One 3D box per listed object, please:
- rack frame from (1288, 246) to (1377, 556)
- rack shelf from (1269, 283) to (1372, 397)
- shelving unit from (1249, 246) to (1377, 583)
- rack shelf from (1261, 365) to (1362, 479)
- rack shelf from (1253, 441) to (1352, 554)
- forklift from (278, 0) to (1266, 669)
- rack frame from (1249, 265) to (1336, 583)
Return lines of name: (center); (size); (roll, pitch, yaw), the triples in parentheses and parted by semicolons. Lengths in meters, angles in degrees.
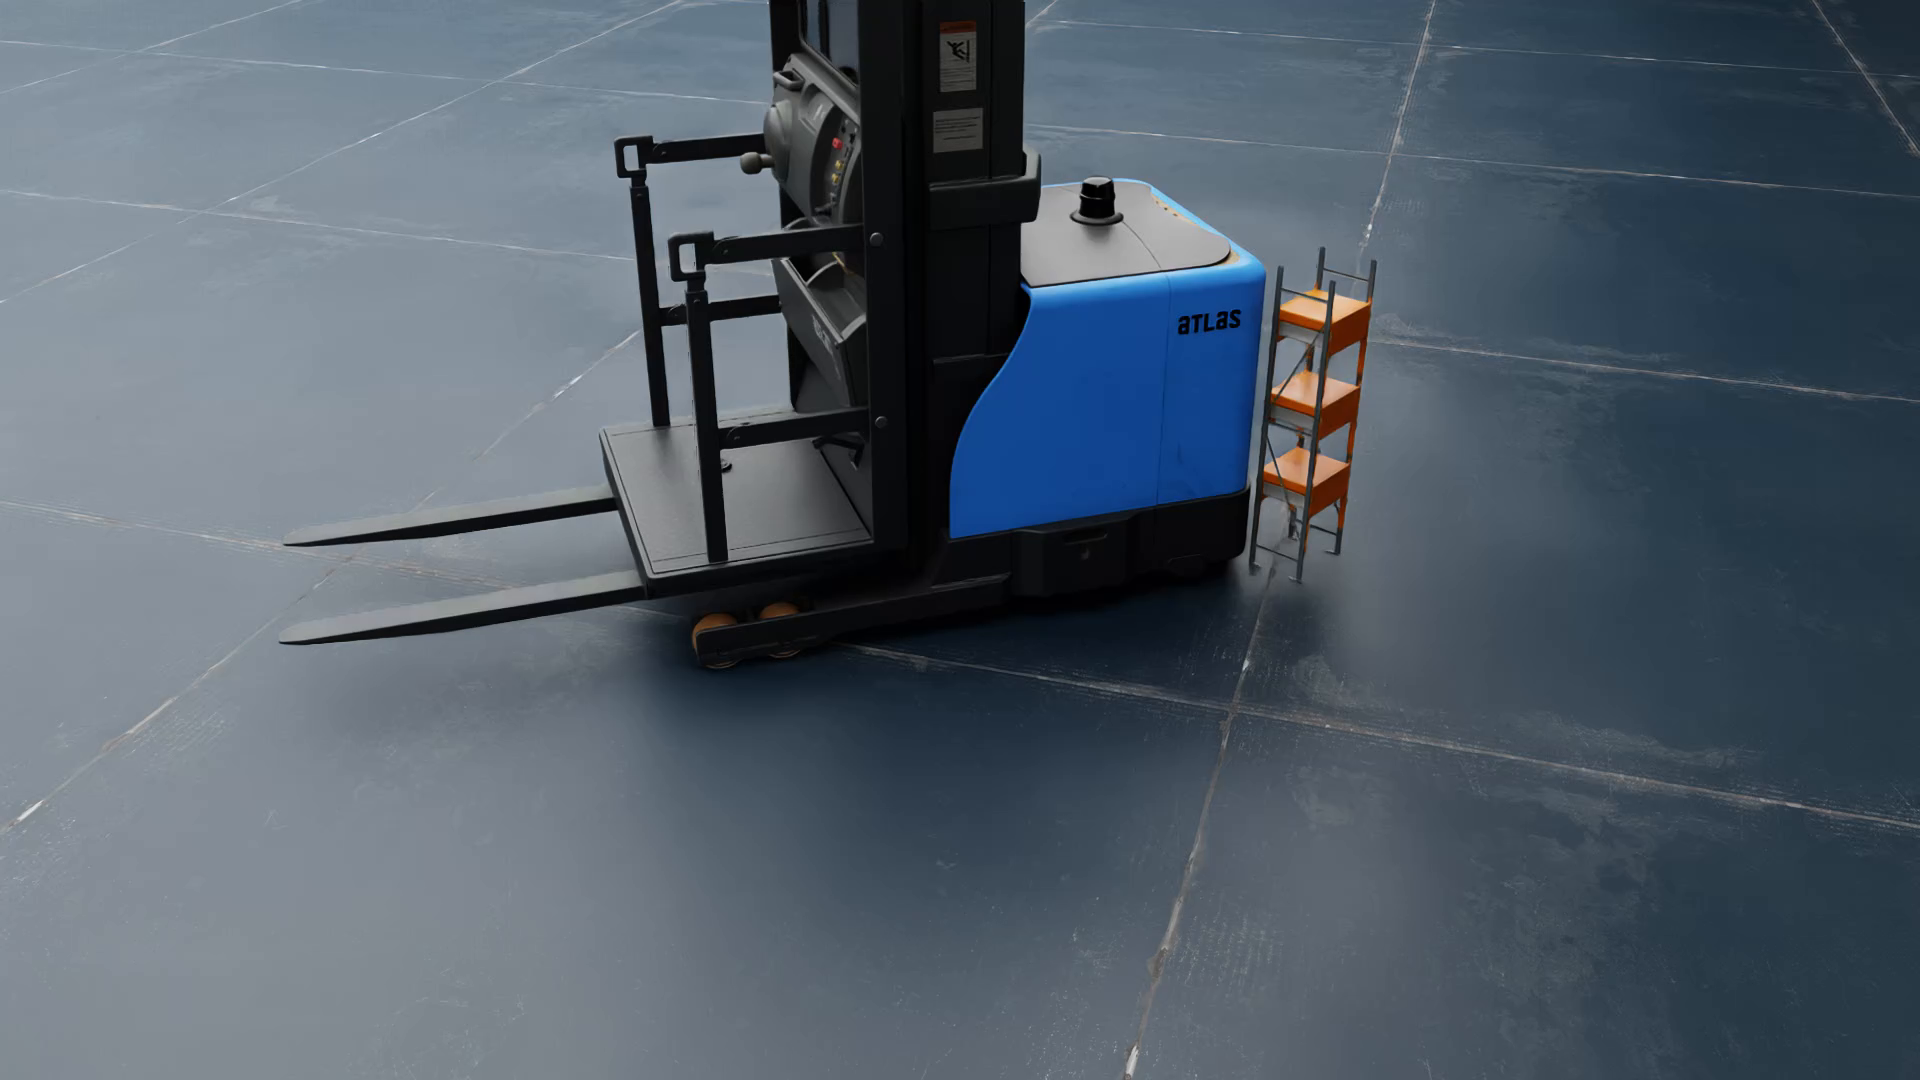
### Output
rack frame: (1.215, -0.439, 5.458); (0.200, 1.050, 0.008); (24, 37, 36)
rack shelf: (1.134, -0.634, 5.247); (0.215, 0.259, 0.240); (24, 37, 36)
shelving unit: (1.134, -0.395, 5.379); (0.215, 1.050, 0.252); (24, 37, 36)
rack shelf: (1.134, -0.385, 5.384); (0.215, 0.259, 0.240); (24, 37, 36)
rack shelf: (1.133, -0.143, 5.519); (0.215, 0.259, 0.240); (24, 37, 36)
forklift: (-0.620, -1.178, 4.853); (3.031, 2.935, 1.130); (-9, 30, -16)
rack frame: (1.052, -0.351, 5.300); (0.200, 1.050, 0.008); (24, 37, 36)
